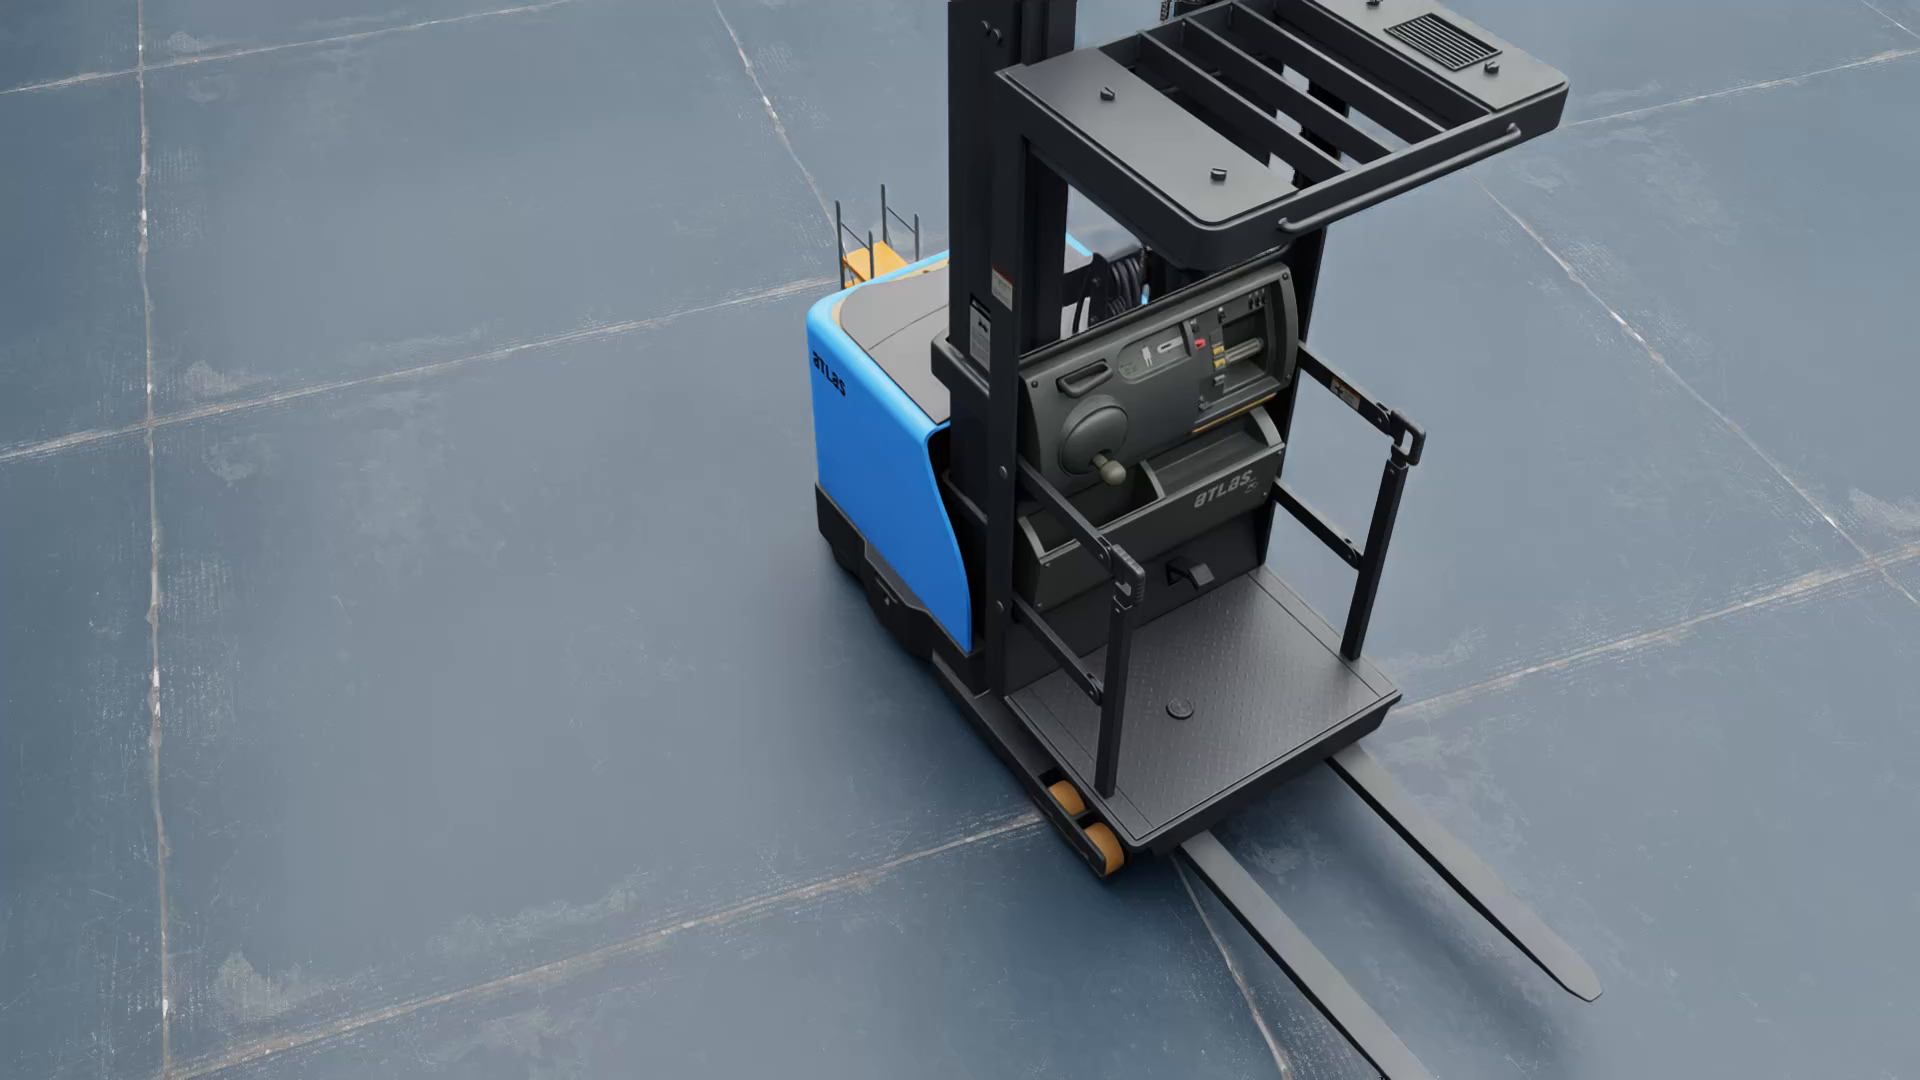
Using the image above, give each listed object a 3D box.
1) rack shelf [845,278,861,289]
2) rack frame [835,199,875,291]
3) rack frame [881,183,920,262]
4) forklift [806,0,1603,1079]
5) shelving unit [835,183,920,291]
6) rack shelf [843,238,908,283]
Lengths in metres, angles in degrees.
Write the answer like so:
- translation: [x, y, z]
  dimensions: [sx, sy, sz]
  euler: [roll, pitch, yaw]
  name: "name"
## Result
- translation: [-0.285, -0.853, 5.977]
  dimensions: [0.180, 0.103, 0.258]
  euler: [-25, 50, -23]
  name: "rack shelf"
- translation: [-0.361, -0.679, 6.080]
  dimensions: [0.006, 1.200, 0.240]
  euler: [-25, 50, -23]
  name: "rack frame"
- translation: [-0.208, -0.751, 6.151]
  dimensions: [0.006, 1.200, 0.240]
  euler: [-25, 50, -23]
  name: "rack frame"
- translation: [0.700, -0.375, 4.554]
  dimensions: [1.130, 2.935, 3.031]
  euler: [-25, 50, -23]
  name: "forklift"
- translation: [-0.285, -0.715, 6.115]
  dimensions: [0.189, 1.200, 0.258]
  euler: [-25, 50, -23]
  name: "shelving unit"
- translation: [-0.285, -0.938, 5.892]
  dimensions: [0.180, 0.103, 0.258]
  euler: [-25, 50, -23]
  name: "rack shelf"
